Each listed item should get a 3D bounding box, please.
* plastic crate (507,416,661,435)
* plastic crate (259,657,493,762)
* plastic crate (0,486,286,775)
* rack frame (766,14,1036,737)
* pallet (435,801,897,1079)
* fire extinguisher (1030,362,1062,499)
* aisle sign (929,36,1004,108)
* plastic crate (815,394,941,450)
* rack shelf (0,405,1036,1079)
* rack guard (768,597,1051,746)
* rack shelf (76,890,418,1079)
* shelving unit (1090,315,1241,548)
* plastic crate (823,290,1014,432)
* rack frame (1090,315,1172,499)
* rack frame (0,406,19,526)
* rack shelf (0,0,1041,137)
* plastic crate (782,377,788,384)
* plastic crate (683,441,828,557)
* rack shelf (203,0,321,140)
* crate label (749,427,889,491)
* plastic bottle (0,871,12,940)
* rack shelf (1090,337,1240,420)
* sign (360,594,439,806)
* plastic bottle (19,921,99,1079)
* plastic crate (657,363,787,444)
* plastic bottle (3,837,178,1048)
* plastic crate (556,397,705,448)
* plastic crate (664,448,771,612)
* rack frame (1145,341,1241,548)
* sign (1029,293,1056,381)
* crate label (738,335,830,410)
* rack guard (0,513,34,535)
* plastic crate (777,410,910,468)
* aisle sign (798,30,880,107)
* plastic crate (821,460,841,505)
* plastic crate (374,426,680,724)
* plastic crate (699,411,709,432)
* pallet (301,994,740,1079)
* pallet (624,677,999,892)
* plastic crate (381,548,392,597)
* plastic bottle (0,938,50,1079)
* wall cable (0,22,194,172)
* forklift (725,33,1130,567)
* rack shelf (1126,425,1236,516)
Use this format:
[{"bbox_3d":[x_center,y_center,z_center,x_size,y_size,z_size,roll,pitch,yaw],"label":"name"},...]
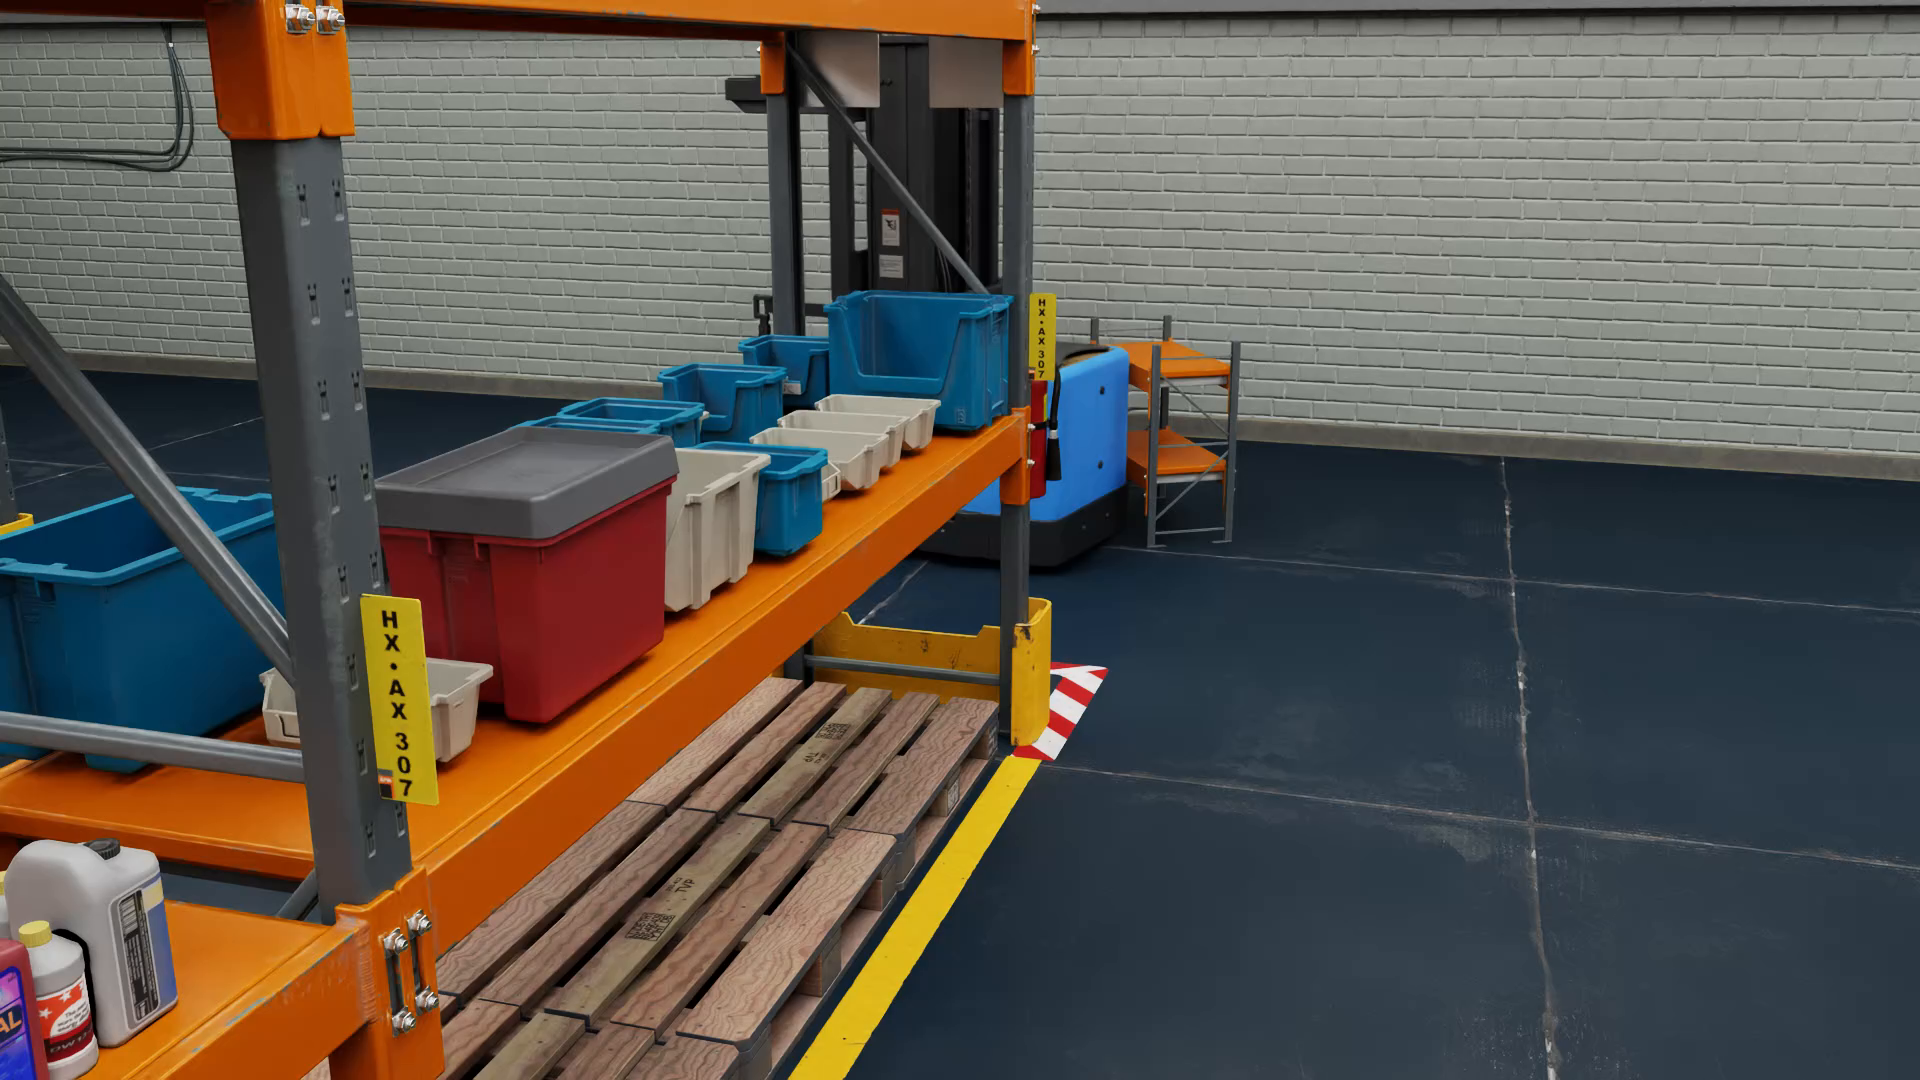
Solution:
[{"bbox_3d":[-1.070,-0.203,4.744,0.416,0.233,0.300,5,16,16],"label":"plastic crate"},{"bbox_3d":[-1.092,0.317,3.086,0.396,0.136,0.243,5,16,16],"label":"plastic crate"},{"bbox_3d":[-1.556,0.160,3.186,0.392,0.384,0.575,5,16,16],"label":"plastic crate"},{"bbox_3d":[-0.225,-0.716,6.358,1.000,3.000,0.127,5,16,16],"label":"rack frame"},{"bbox_3d":[-0.845,1.156,4.867,1.003,0.211,1.213,5,16,16],"label":"pallet"},{"bbox_3d":[0.254,-0.504,6.434,0.296,0.674,0.183,5,16,16],"label":"fire extinguisher"},{"bbox_3d":[0.076,-1.963,5.990,0.394,0.787,0.004,5,16,16],"label":"aisle sign"},{"bbox_3d":[-0.283,-0.391,5.584,0.396,0.136,0.243,5,16,16],"label":"plastic crate"},{"bbox_3d":[-0.793,0.153,4.611,1.077,0.370,4.000,5,16,16],"label":"rack shelf"},{"bbox_3d":[-0.231,0.479,6.725,1.175,0.500,0.348,5,16,16],"label":"rack guard"},{"bbox_3d":[-1.930,1.199,0.922,1.077,0.370,4.000,5,16,16],"label":"rack shelf"},{"bbox_3d":[1.145,-0.651,9.563,0.538,1.125,1.048,-4,16,-14],"label":"shelving unit"},{"bbox_3d":[-0.141,-0.660,5.985,0.616,0.435,0.499,5,16,16],"label":"plastic crate"},{"bbox_3d":[1.019,-0.785,10.036,0.500,1.125,0.032,-4,16,-14],"label":"rack frame"},{"bbox_3d":[-4.973,-1.101,7.716,1.000,3.000,0.127,5,16,16],"label":"rack frame"},{"bbox_3d":[-0.793,-1.290,4.202,1.077,0.370,4.000,5,16,16],"label":"rack shelf"},{"bbox_3d":[-0.781,-0.502,5.975,0.250,0.136,0.298,5,16,16],"label":"plastic crate"},{"bbox_3d":[-0.563,-0.108,4.408,0.416,0.233,0.300,5,16,16],"label":"plastic crate"},{"bbox_3d":[-1.930,-0.244,0.513,1.077,0.370,4.000,5,16,16],"label":"rack shelf"},{"bbox_3d":[-0.435,-0.242,5.057,0.396,0.136,0.243,5,16,16],"label":"crate label"},{"bbox_3d":[-1.289,0.549,2.261,0.097,0.201,0.097,0,16,0],"label":"plastic bottle"},{"bbox_3d":[1.145,-0.932,9.483,0.538,0.278,1.000,-4,16,-14],"label":"rack shelf"},{"bbox_3d":[-0.835,0.240,2.479,0.100,0.325,0.005,5,16,16],"label":"sign"},{"bbox_3d":[-1.170,0.586,2.129,0.097,0.201,0.097,0,16,0],"label":"plastic bottle"},{"bbox_3d":[-0.798,-0.453,5.628,0.416,0.233,0.300,5,16,16],"label":"plastic crate"},{"bbox_3d":[-1.164,0.518,2.233,0.152,0.276,0.135,5,16,16],"label":"plastic bottle"},{"bbox_3d":[-0.985,-0.281,5.020,0.416,0.233,0.300,5,16,16],"label":"plastic crate"},{"bbox_3d":[-0.751,-0.027,4.035,0.437,0.282,0.530,5,16,16],"label":"plastic crate"},{"bbox_3d":[1.272,-0.516,9.089,0.500,1.125,0.032,-4,16,-14],"label":"rack frame"},{"bbox_3d":[0.307,-0.756,6.200,0.100,0.325,0.005,5,16,16],"label":"sign"},{"bbox_3d":[-0.611,-0.626,6.235,0.416,0.233,0.303,5,16,16],"label":"crate label"},{"bbox_3d":[-4.995,0.121,7.987,1.175,0.500,0.348,5,16,16],"label":"rack guard"},{"bbox_3d":[-0.379,-0.316,5.321,0.396,0.136,0.243,5,16,16],"label":"plastic crate"},{"bbox_3d":[-0.489,-2.009,6.151,0.394,0.787,0.004,5,16,16],"label":"aisle sign"},{"bbox_3d":[-0.501,-0.163,4.779,0.298,0.136,0.250,5,16,16],"label":"plastic crate"},{"bbox_3d":[-0.868,0.056,3.407,0.402,0.464,0.583,5,16,16],"label":"plastic crate"},{"bbox_3d":[-0.974,-0.324,5.349,0.250,0.136,0.298,5,16,16],"label":"plastic crate"},{"bbox_3d":[-1.190,1.476,3.738,1.003,0.211,1.213,5,16,16],"label":"pallet"},{"bbox_3d":[-0.497,0.838,5.988,1.003,0.211,1.213,5,16,16],"label":"pallet"},{"bbox_3d":[-1.301,0.120,3.804,0.437,0.125,0.590,5,16,16],"label":"plastic crate"},{"bbox_3d":[-1.186,0.578,2.007,0.061,0.283,0.133,5,16,16],"label":"plastic bottle"},{"bbox_3d":[-7.774,-4.329,13.791,3.097,2.526,0.112,5,16,16],"label":"wall cable"},{"bbox_3d":[-0.597,-1.516,9.302,3.031,2.935,1.130,8,18,27],"label":"forklift"},{"bbox_3d":[1.145,-0.416,9.629,0.538,0.278,1.000,-4,16,-14],"label":"rack shelf"}]
